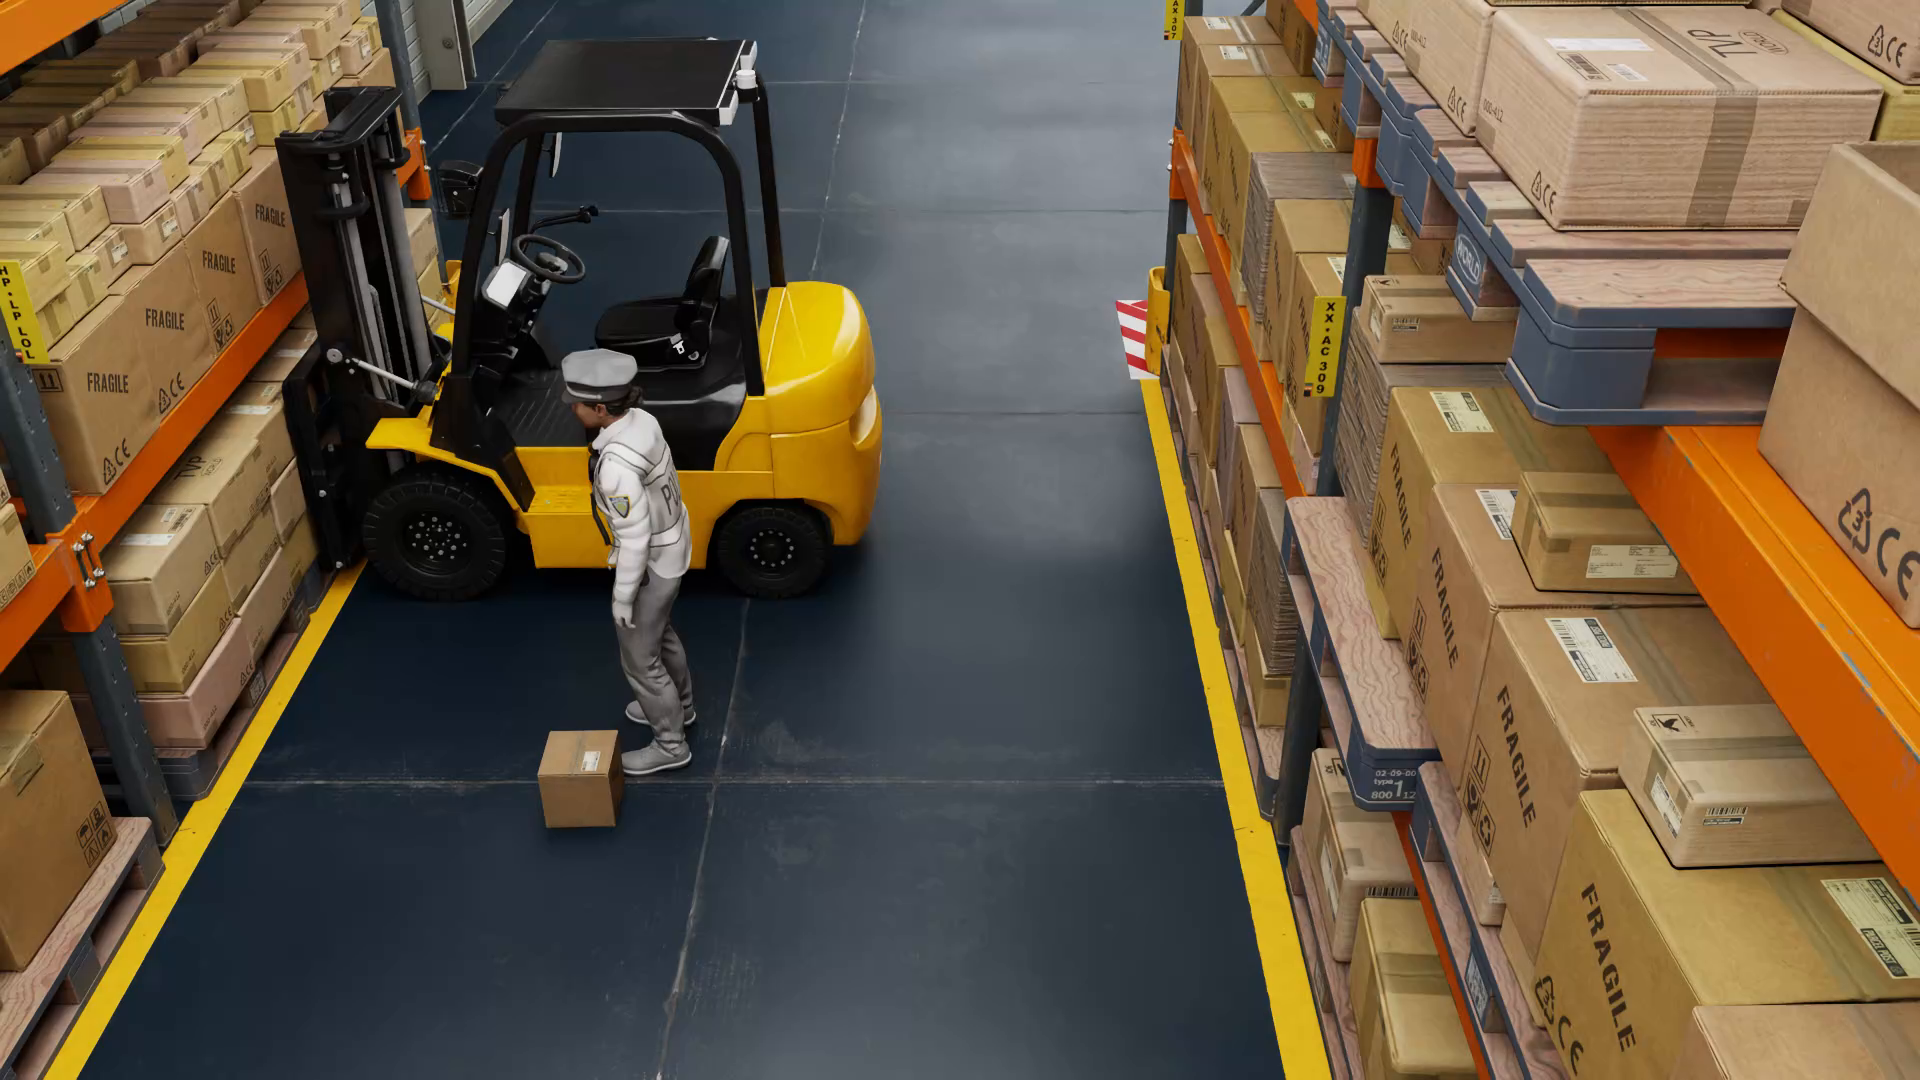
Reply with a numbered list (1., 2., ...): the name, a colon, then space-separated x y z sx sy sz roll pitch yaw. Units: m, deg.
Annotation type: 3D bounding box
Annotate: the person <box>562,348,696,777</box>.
1. person: -1.151 0.095 5.978 0.378 1.663 0.531 0 32 -1
